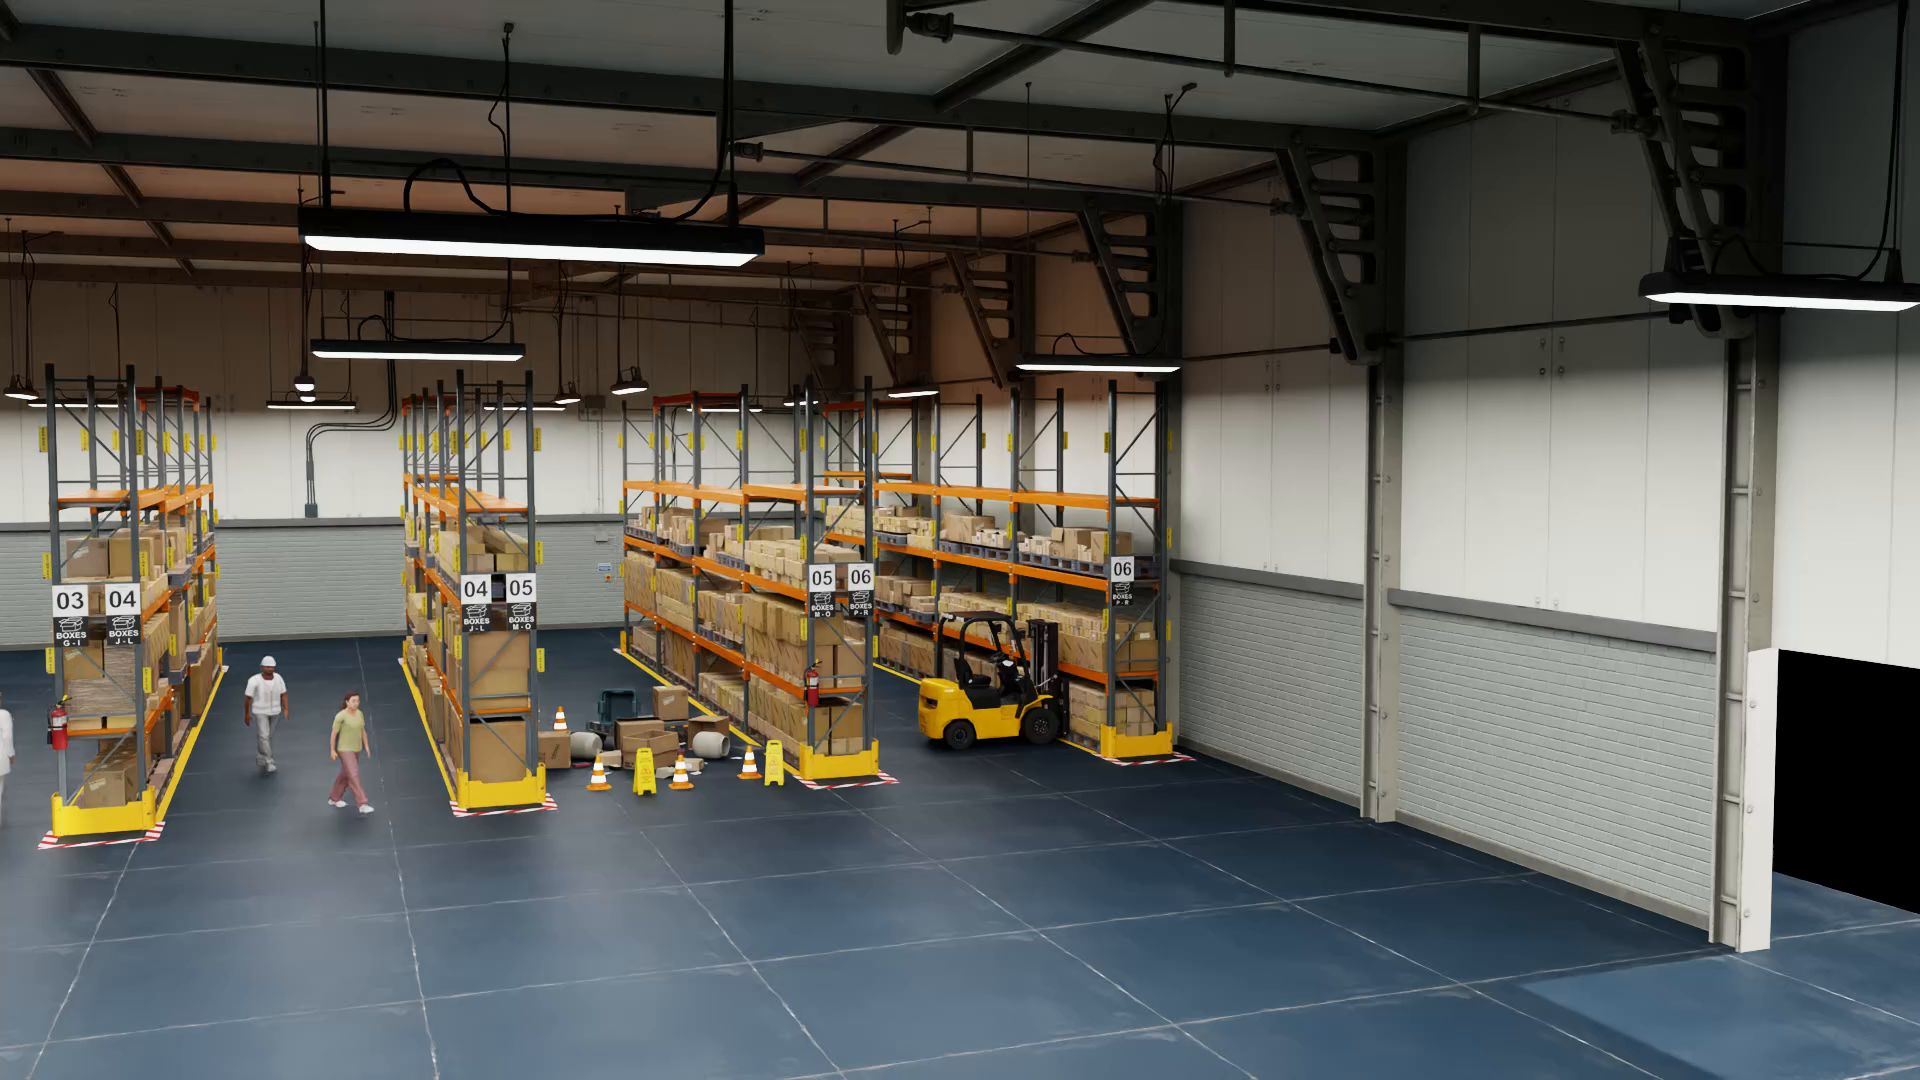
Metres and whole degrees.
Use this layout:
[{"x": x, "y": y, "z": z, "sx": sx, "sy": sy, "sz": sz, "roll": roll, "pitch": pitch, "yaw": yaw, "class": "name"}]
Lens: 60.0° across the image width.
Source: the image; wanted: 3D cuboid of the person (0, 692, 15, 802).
[{"x": -12.716, "y": 2.851, "z": 21.743, "sx": 0.613, "sy": 1.745, "sz": 0.740, "roll": -1, "pitch": 4, "yaw": -20, "class": "person"}]

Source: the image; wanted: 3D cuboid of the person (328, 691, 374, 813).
[{"x": -8.217, "y": 2.848, "z": 22.525, "sx": 1.005, "sy": 1.615, "sz": 0.483, "roll": 1, "pitch": 4, "yaw": 22, "class": "person"}]

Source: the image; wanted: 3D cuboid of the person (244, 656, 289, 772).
[{"x": -10.548, "y": 2.631, "z": 25.383, "sx": 1.008, "sy": 1.705, "sz": 0.598, "roll": 3, "pitch": 4, "yaw": 38, "class": "person"}]
